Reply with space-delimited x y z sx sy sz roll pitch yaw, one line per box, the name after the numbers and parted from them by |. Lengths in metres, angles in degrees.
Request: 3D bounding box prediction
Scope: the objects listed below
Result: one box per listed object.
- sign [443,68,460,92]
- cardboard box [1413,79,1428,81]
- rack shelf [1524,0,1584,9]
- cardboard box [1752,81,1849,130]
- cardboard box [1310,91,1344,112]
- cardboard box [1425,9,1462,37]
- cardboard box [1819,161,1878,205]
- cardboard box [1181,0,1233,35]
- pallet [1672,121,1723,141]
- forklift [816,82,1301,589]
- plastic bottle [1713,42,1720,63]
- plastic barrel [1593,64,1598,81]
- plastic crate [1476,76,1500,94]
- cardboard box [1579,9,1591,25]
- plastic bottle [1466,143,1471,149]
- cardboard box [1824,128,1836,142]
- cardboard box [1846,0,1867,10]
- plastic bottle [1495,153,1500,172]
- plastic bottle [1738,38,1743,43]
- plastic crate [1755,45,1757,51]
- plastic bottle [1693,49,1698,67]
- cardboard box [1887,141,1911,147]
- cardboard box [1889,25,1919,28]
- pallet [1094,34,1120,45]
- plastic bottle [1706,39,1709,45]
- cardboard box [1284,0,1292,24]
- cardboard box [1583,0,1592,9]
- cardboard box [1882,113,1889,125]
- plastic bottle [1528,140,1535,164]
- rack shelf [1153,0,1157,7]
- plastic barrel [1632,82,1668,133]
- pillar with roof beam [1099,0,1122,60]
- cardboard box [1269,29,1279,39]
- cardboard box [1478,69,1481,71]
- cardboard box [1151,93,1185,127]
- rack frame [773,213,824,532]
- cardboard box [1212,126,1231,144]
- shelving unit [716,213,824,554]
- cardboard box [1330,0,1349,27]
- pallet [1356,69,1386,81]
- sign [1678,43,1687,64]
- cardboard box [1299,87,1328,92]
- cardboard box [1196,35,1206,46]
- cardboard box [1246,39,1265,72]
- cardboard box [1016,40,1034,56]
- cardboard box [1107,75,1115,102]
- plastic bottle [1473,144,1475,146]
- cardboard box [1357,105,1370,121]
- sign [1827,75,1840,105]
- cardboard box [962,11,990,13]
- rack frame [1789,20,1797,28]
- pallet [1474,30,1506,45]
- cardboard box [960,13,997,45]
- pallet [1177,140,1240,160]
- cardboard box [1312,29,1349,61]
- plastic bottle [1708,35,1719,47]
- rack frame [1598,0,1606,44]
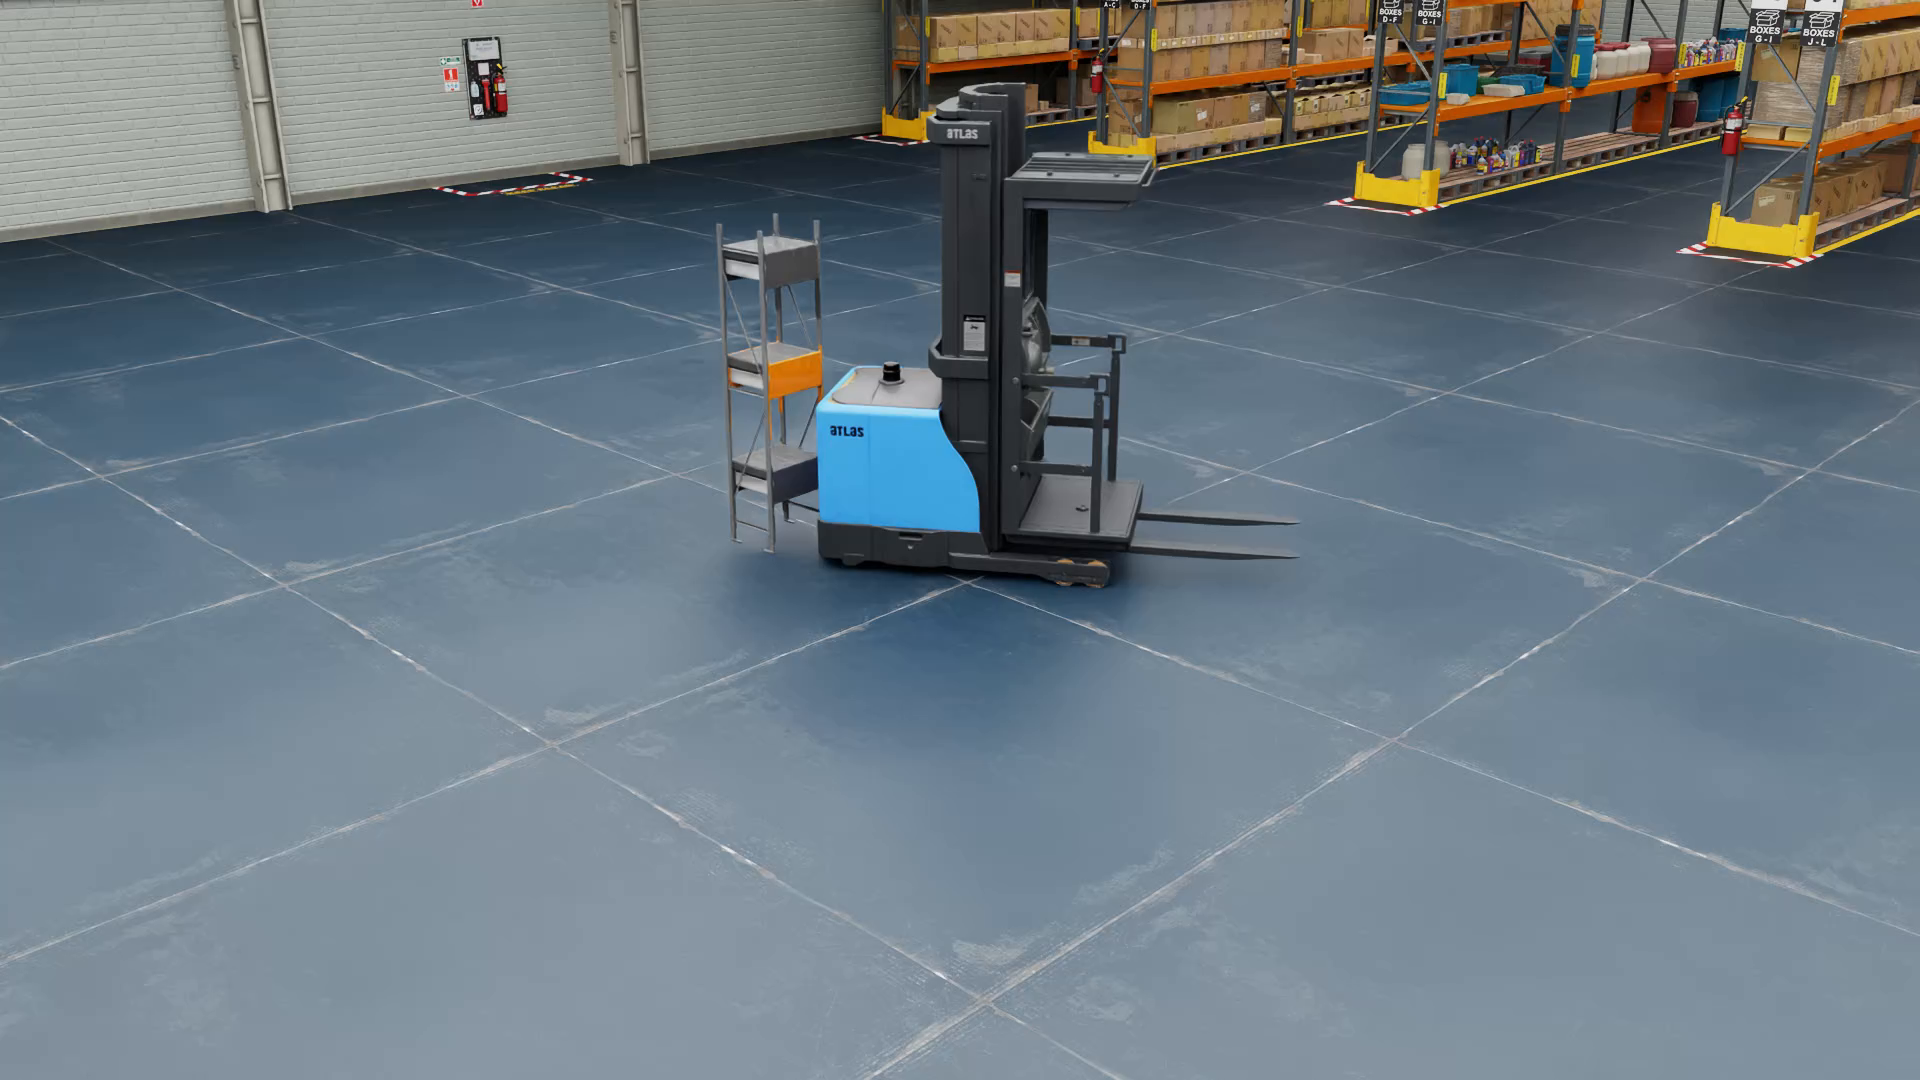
-7.483 -6.774 24.468 0.001 0.329 0.234 19 28 41 | sign
9.061 -8.683 32.355 0.500 0.500 0.500 18 27 39 | cardboard box
10.329 -8.772 26.539 1.077 0.370 4.000 19 28 41 | rack shelf
10.095 -5.246 19.989 0.875 0.500 0.500 19 28 41 | cardboard box
6.567 -7.914 29.948 0.500 0.311 0.500 18 27 39 | cardboard box
9.311 -10.083 32.402 0.500 0.500 0.700 -14 25 -32 | cardboard box
11.781 -4.742 22.129 0.500 0.500 0.500 -11 23 -25 | cardboard box
4.032 -8.584 27.280 0.700 0.500 0.500 19 28 41 | cardboard box
13.095 -7.446 30.152 1.003 0.211 1.213 19 28 41 | pallet
0.660 -1.275 10.306 3.031 2.935 1.130 4 21 10 | forklift
13.339 -8.626 29.405 0.144 0.351 0.185 19 28 41 | plastic bottle
9.967 -7.431 26.420 0.301 0.262 0.301 0 21 0 | plastic barrel
7.785 -6.817 24.924 0.450 0.188 0.662 19 28 41 | plastic crate
13.282 -11.248 36.020 0.500 0.500 0.500 20 28 41 | cardboard box
7.797 -5.947 25.540 0.133 0.283 0.061 -19 28 -40 | plastic bottle
10.250 -4.882 19.945 0.380 0.149 0.250 19 28 41 | cardboard box
10.213 -6.315 19.353 0.500 0.250 0.500 -19 28 -40 | cardboard box
7.940 -5.599 24.651 0.097 0.271 0.097 0 21 0 | plastic bottle
14.108 -8.909 30.142 0.144 0.351 0.185 19 28 41 | plastic bottle
14.942 -9.239 31.215 0.396 0.136 0.243 19 28 41 | plastic crate
12.707 -8.340 28.755 0.061 0.283 0.133 19 28 41 | plastic bottle
13.662 -5.407 23.832 0.700 0.500 0.500 16 26 36 | cardboard box
12.366 -6.422 21.654 0.500 0.500 0.500 19 28 41 | cardboard box
3.274 -10.093 33.420 1.003 0.211 1.213 19 28 41 | pallet
13.860 -9.174 30.925 0.061 0.283 0.133 19 28 41 | plastic bottle
6.926 -11.609 36.516 0.500 0.500 0.500 20 28 41 | cardboard box
13.293 -11.719 35.851 0.500 0.500 0.500 -19 28 -41 | cardboard box
11.636 -5.399 21.291 0.380 0.149 0.250 19 28 41 | cardboard box
8.691 -5.925 25.388 0.144 0.351 0.185 18 28 39 | plastic bottle
3.992 -8.985 27.092 1.077 0.370 4.000 19 28 41 | rack shelf
12.053 -7.535 28.938 0.600 0.830 0.708 19 28 41 | plastic barrel
6.184 -12.307 30.551 9.100 9.000 0.400 19 28 41 | pillar with roof beam
5.177 -8.598 28.219 0.380 0.149 0.250 19 28 40 | cardboard box
10.456 -9.466 34.393 0.500 0.500 0.500 18 27 38 | cardboard box
3.445 -7.142 27.677 0.500 0.500 0.500 19 28 41 | cardboard box
-1.046 -1.069 10.929 0.400 2.100 0.015 17 26 37 | rack frame
4.178 -6.786 27.797 0.500 0.250 0.500 19 28 41 | cardboard box
-1.203 -1.003 10.753 0.431 2.100 0.503 17 26 37 | shelving unit
8.320 -12.192 38.195 0.980 0.700 0.700 18 28 39 | cardboard box
9.705 -11.231 40.001 1.003 0.211 1.213 19 28 41 | pallet
12.123 -8.162 27.903 0.100 0.325 0.005 19 28 41 | sign
6.526 -8.176 30.631 0.500 0.311 0.500 19 28 40 | cardboard box
3.744 -8.069 26.842 0.380 0.149 0.250 18 27 39 | cardboard box
4.719 -8.228 28.162 0.700 0.500 0.500 19 28 40 | cardboard box
1.029 -9.156 30.896 0.500 0.250 0.500 19 28 40 | cardboard box
2.662 -9.051 33.312 0.700 0.500 0.500 19 28 40 | cardboard box
7.866 -5.926 25.502 0.097 0.271 0.097 0 21 0 | plastic bottle
7.276 -7.917 30.739 0.500 0.250 0.500 -19 28 -41 | cardboard box
10.081 -5.194 19.201 0.100 0.325 0.005 19 28 41 | sign
0.289 -9.499 30.744 0.500 0.500 0.500 -20 29 -41 | cardboard box
17.305 -10.279 33.636 1.000 3.000 0.127 19 28 41 | rack frame
10.333 -10.223 33.760 1.003 0.211 1.213 19 28 41 | pallet
0.310 -9.238 30.064 0.500 0.500 0.500 18 27 39 | cardboard box
3.951 -6.624 28.014 1.003 0.211 1.213 19 28 41 | pallet
6.652 -8.939 30.011 0.500 0.500 0.500 19 28 41 | cardboard box
14.009 -9.208 30.918 0.144 0.351 0.185 19 28 41 | plastic bottle
13.759 -11.519 36.864 1.000 3.000 0.127 19 28 41 | rack frame
